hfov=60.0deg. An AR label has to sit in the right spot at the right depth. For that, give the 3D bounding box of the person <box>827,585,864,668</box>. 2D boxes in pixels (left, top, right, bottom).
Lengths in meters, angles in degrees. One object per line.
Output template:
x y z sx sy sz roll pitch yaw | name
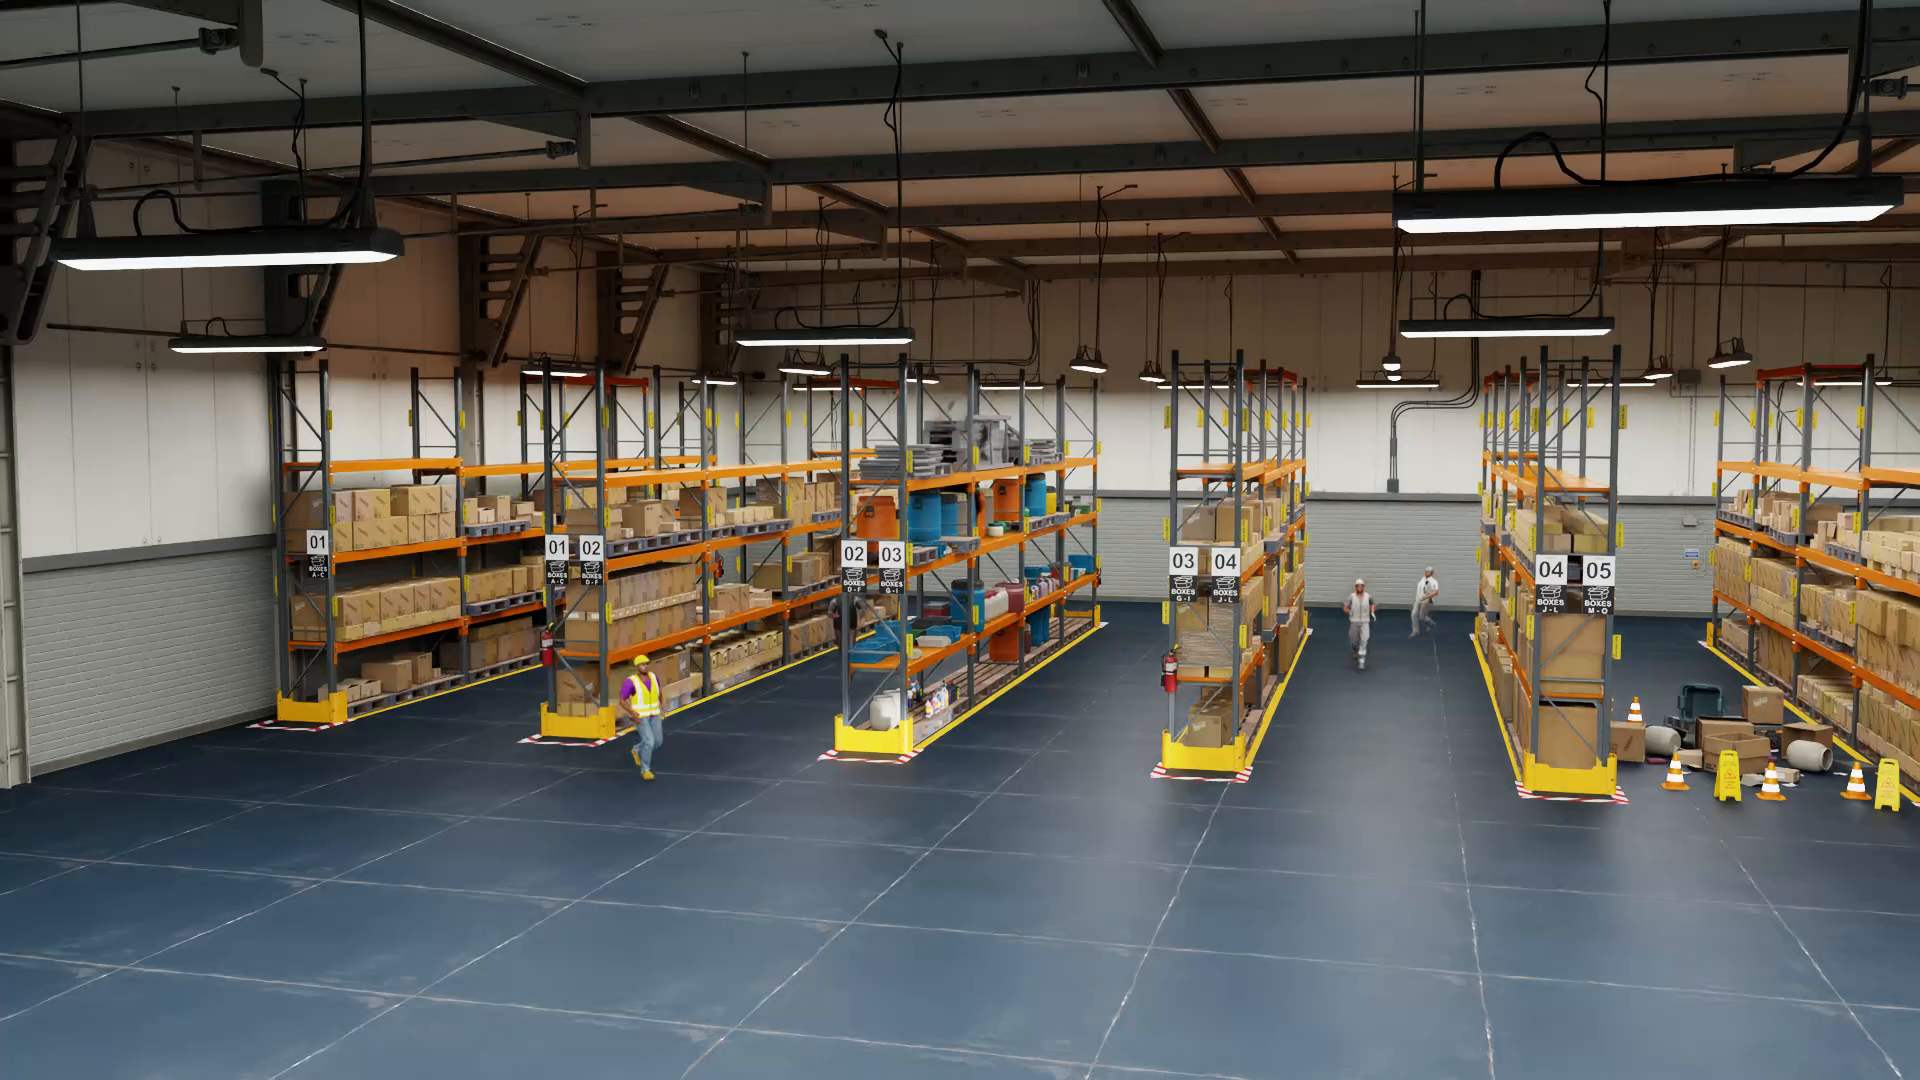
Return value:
-2.086 1.666 30.206 0.657 1.765 0.882 0 4 2 | person

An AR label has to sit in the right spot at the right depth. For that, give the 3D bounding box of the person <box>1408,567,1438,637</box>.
10.750 1.437 38.471 0.668 1.644 0.653 -2 5 -25 | person

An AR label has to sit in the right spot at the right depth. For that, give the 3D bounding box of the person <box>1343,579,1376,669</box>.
8.098 1.681 33.705 0.664 1.773 0.964 1 4 7 | person

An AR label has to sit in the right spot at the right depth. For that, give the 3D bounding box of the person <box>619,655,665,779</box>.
-4.456 2.467 23.357 0.693 1.732 0.561 -4 6 -45 | person
